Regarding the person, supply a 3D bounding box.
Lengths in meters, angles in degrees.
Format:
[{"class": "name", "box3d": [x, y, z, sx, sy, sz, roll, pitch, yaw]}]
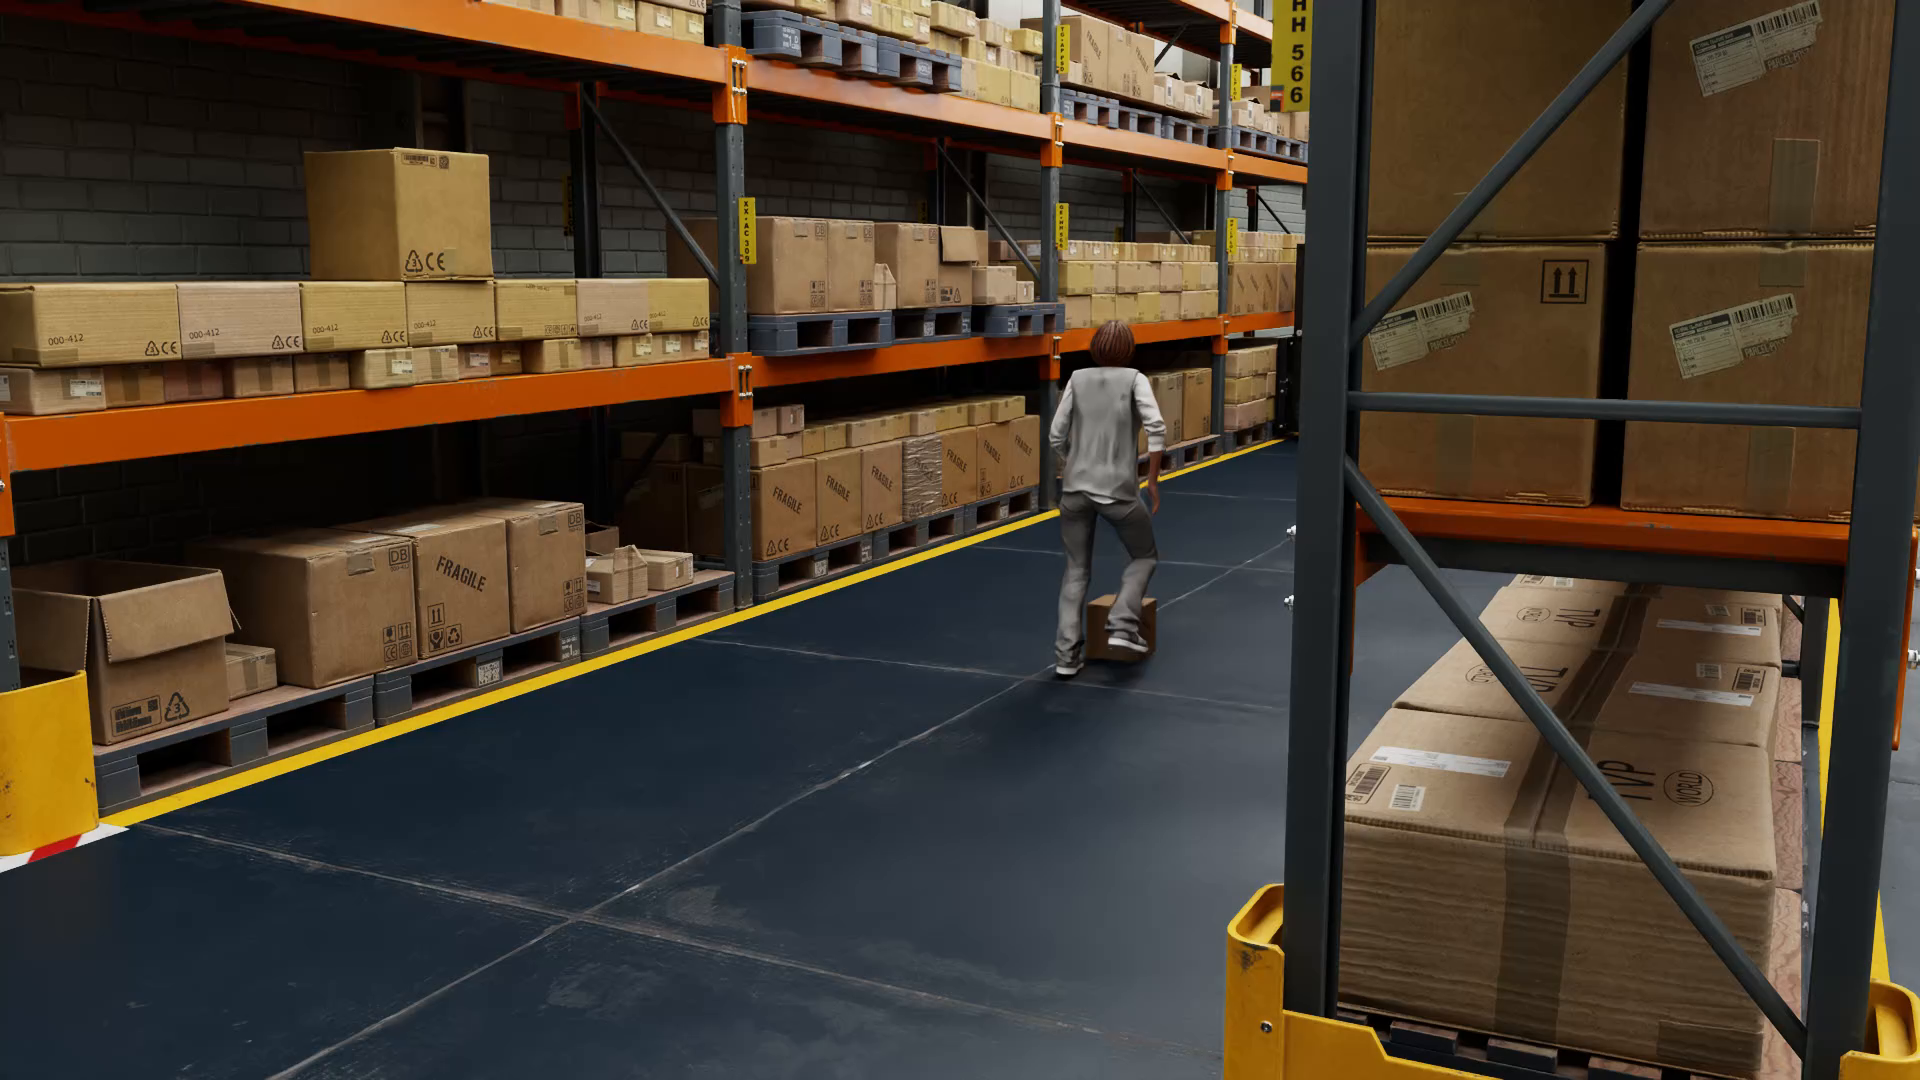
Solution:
[{"class": "person", "box3d": [0.639, -0.193, 7.278, 0.566, 1.524, 0.604, 4, 10, 21]}]
